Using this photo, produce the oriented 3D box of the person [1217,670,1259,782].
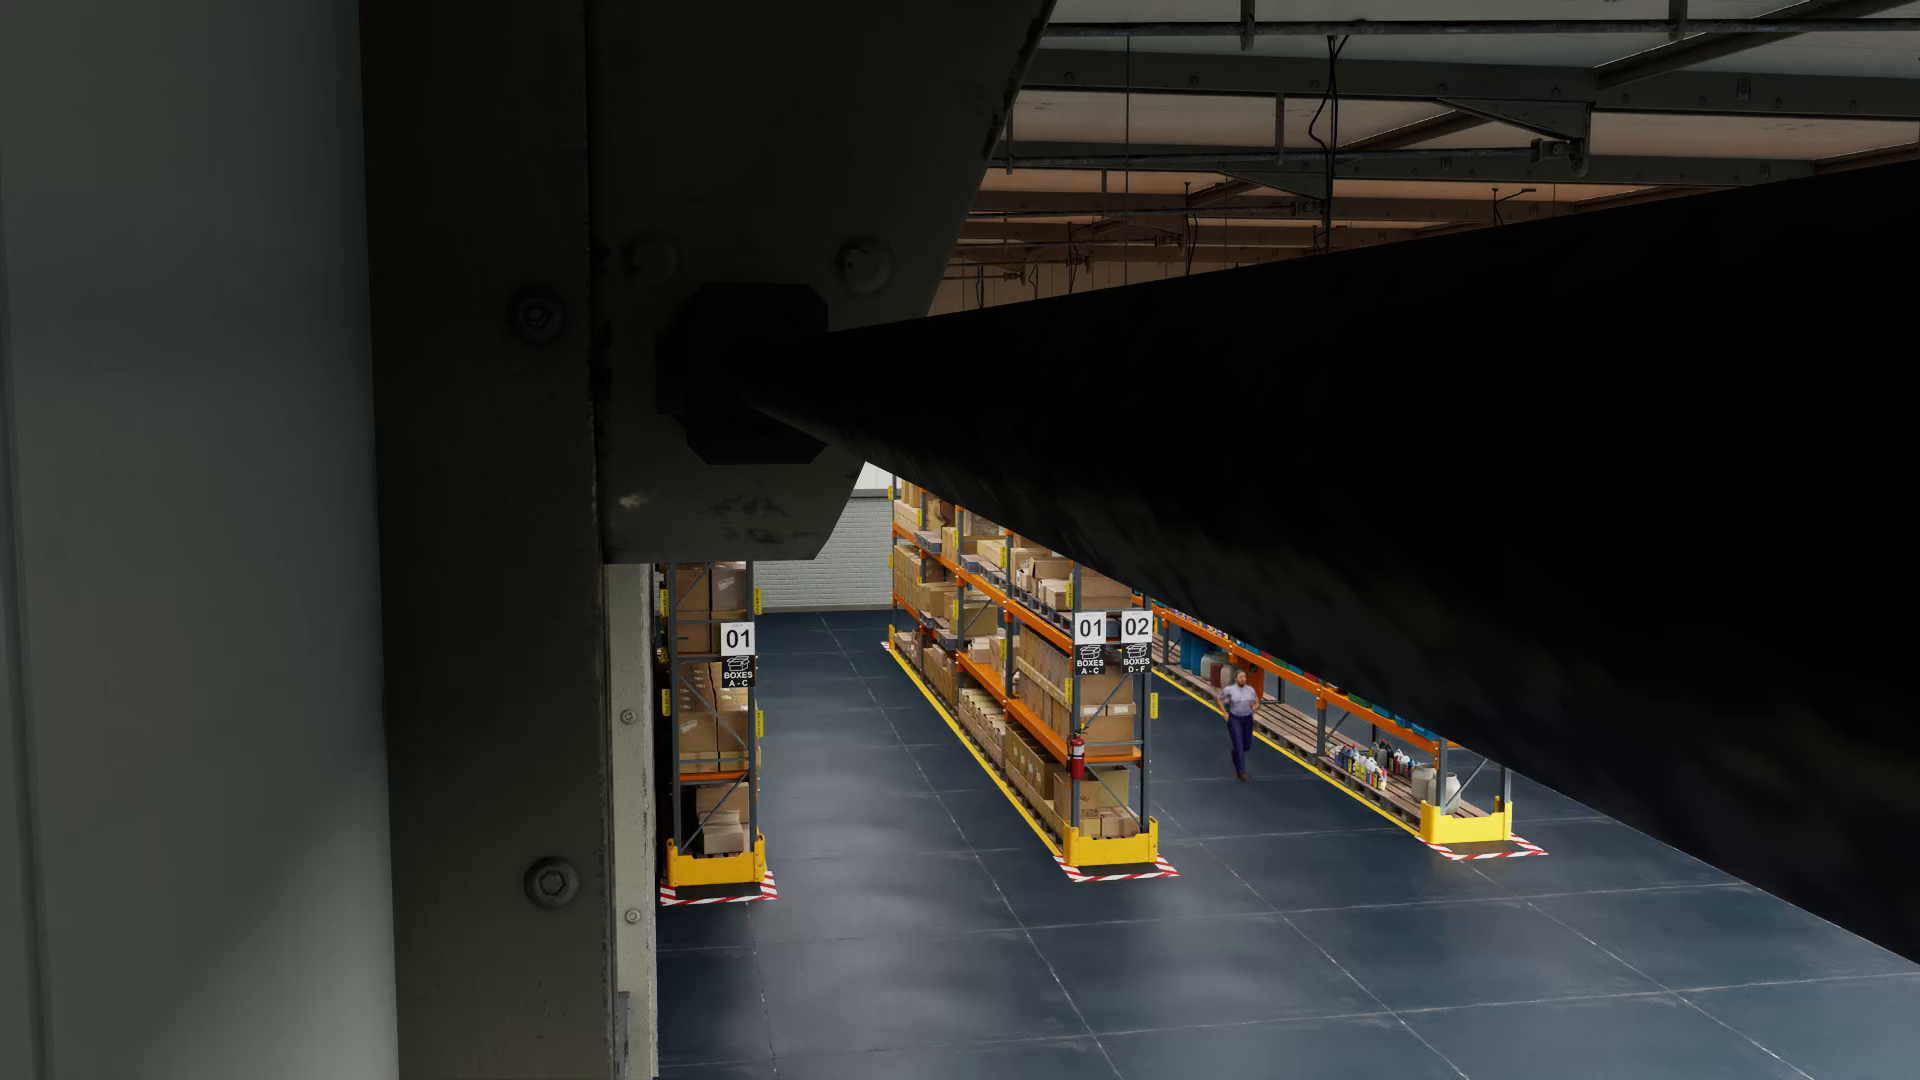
[{"bbox_3d":[4.257,2.789,25.282,0.615,1.602,0.889,-2,6,-14],"label":"person"}]
